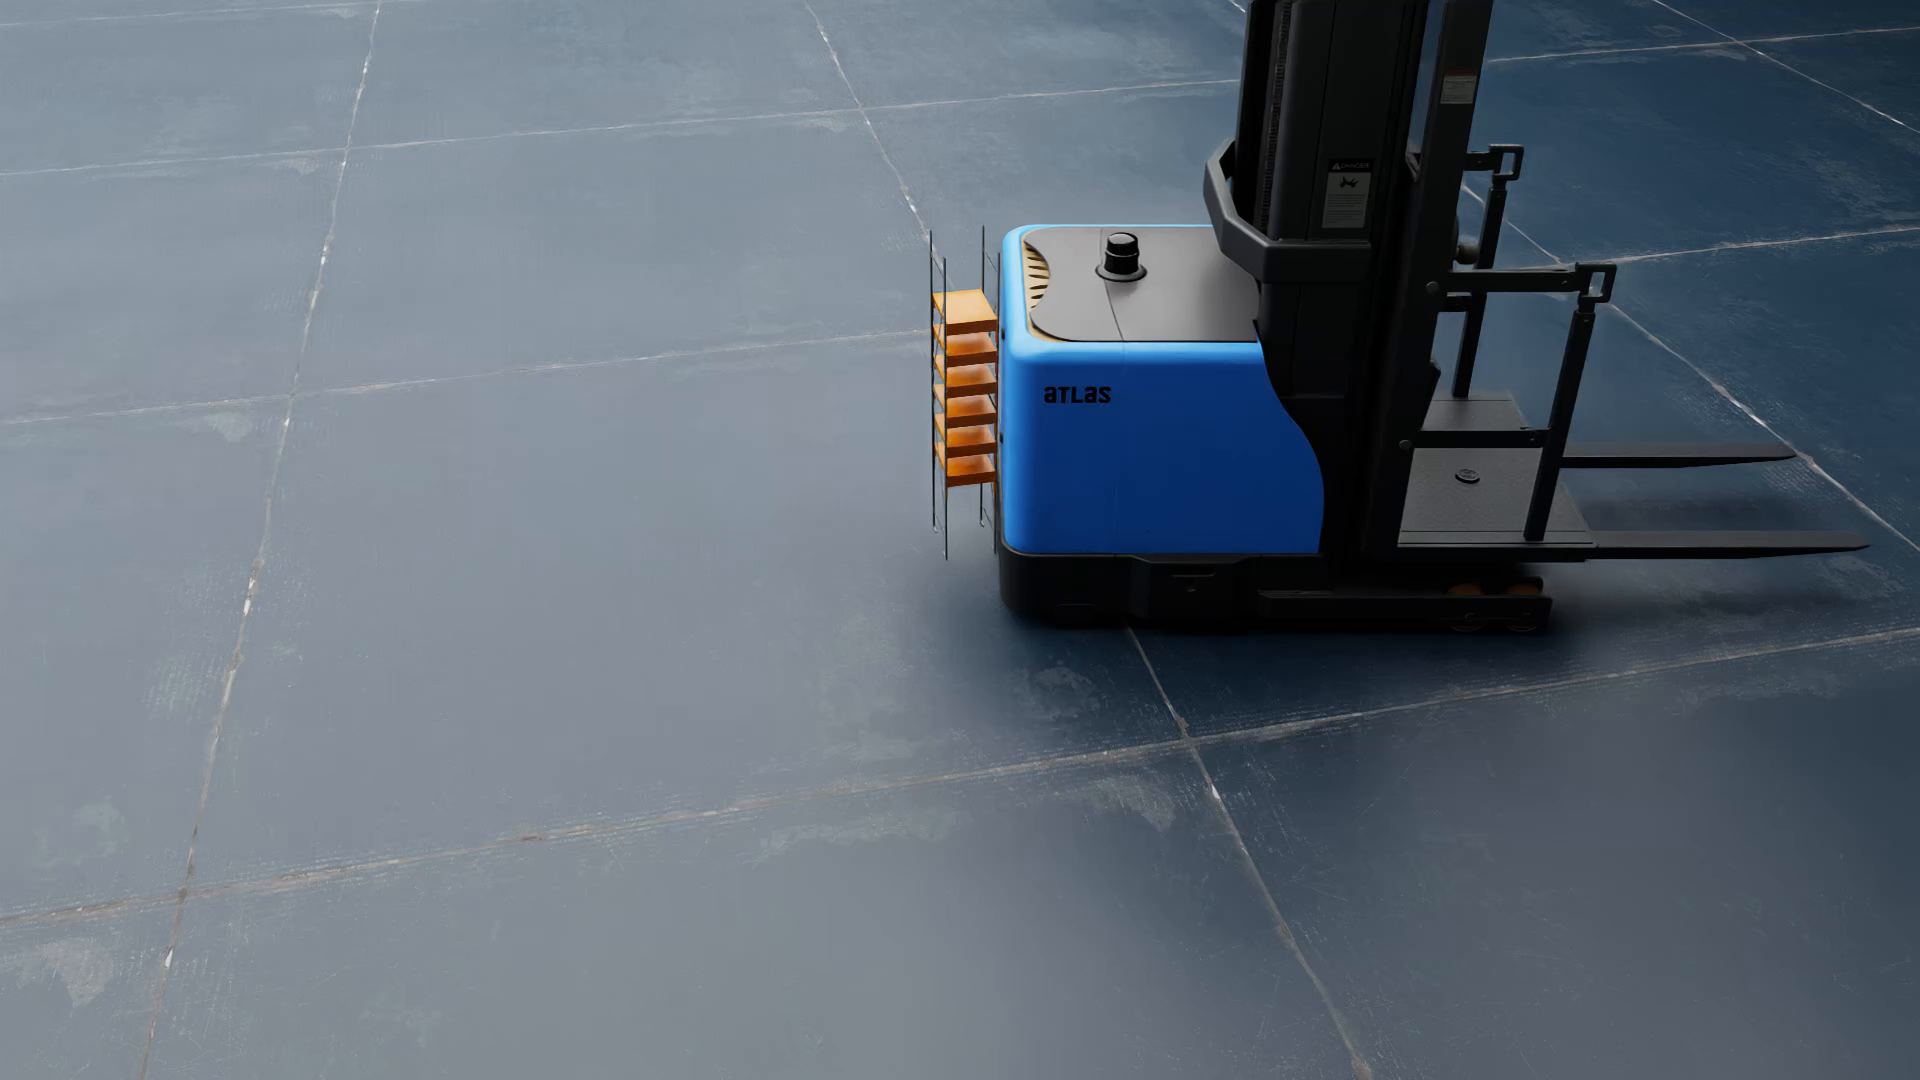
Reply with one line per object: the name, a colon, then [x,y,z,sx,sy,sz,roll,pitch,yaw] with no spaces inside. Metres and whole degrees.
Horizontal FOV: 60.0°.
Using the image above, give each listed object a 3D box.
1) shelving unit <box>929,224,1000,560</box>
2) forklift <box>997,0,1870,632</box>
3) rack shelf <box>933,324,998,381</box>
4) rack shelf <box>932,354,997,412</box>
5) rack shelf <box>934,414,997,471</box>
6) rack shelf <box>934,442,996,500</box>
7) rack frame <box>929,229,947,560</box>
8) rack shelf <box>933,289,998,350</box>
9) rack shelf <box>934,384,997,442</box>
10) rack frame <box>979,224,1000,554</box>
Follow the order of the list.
shelving unit: [0.014,-0.500,5.881,0.189,1.200,0.258,-7,35,-11]
forklift: [1.655,-1.198,5.368,3.031,2.935,1.130,0,34,0]
rack shelf: [0.014,-0.662,5.772,0.180,0.103,0.258,-7,35,-11]
rack shelf: [0.014,-0.563,5.839,0.180,0.103,0.258,-7,35,-11]
rack shelf: [0.014,-0.363,5.973,0.180,0.103,0.258,-7,35,-11]
rack shelf: [0.014,-0.264,6.040,0.180,0.103,0.258,-7,35,-11]
rack frame: [-0.075,-0.489,5.864,0.006,1.200,0.240,-7,35,-11]
rack shelf: [0.014,-0.762,5.705,0.180,0.103,0.258,-7,35,-11]
rack shelf: [0.014,-0.463,5.906,0.180,0.103,0.258,-7,35,-11]
rack frame: [0.103,-0.511,5.898,0.006,1.200,0.240,-7,35,-11]
